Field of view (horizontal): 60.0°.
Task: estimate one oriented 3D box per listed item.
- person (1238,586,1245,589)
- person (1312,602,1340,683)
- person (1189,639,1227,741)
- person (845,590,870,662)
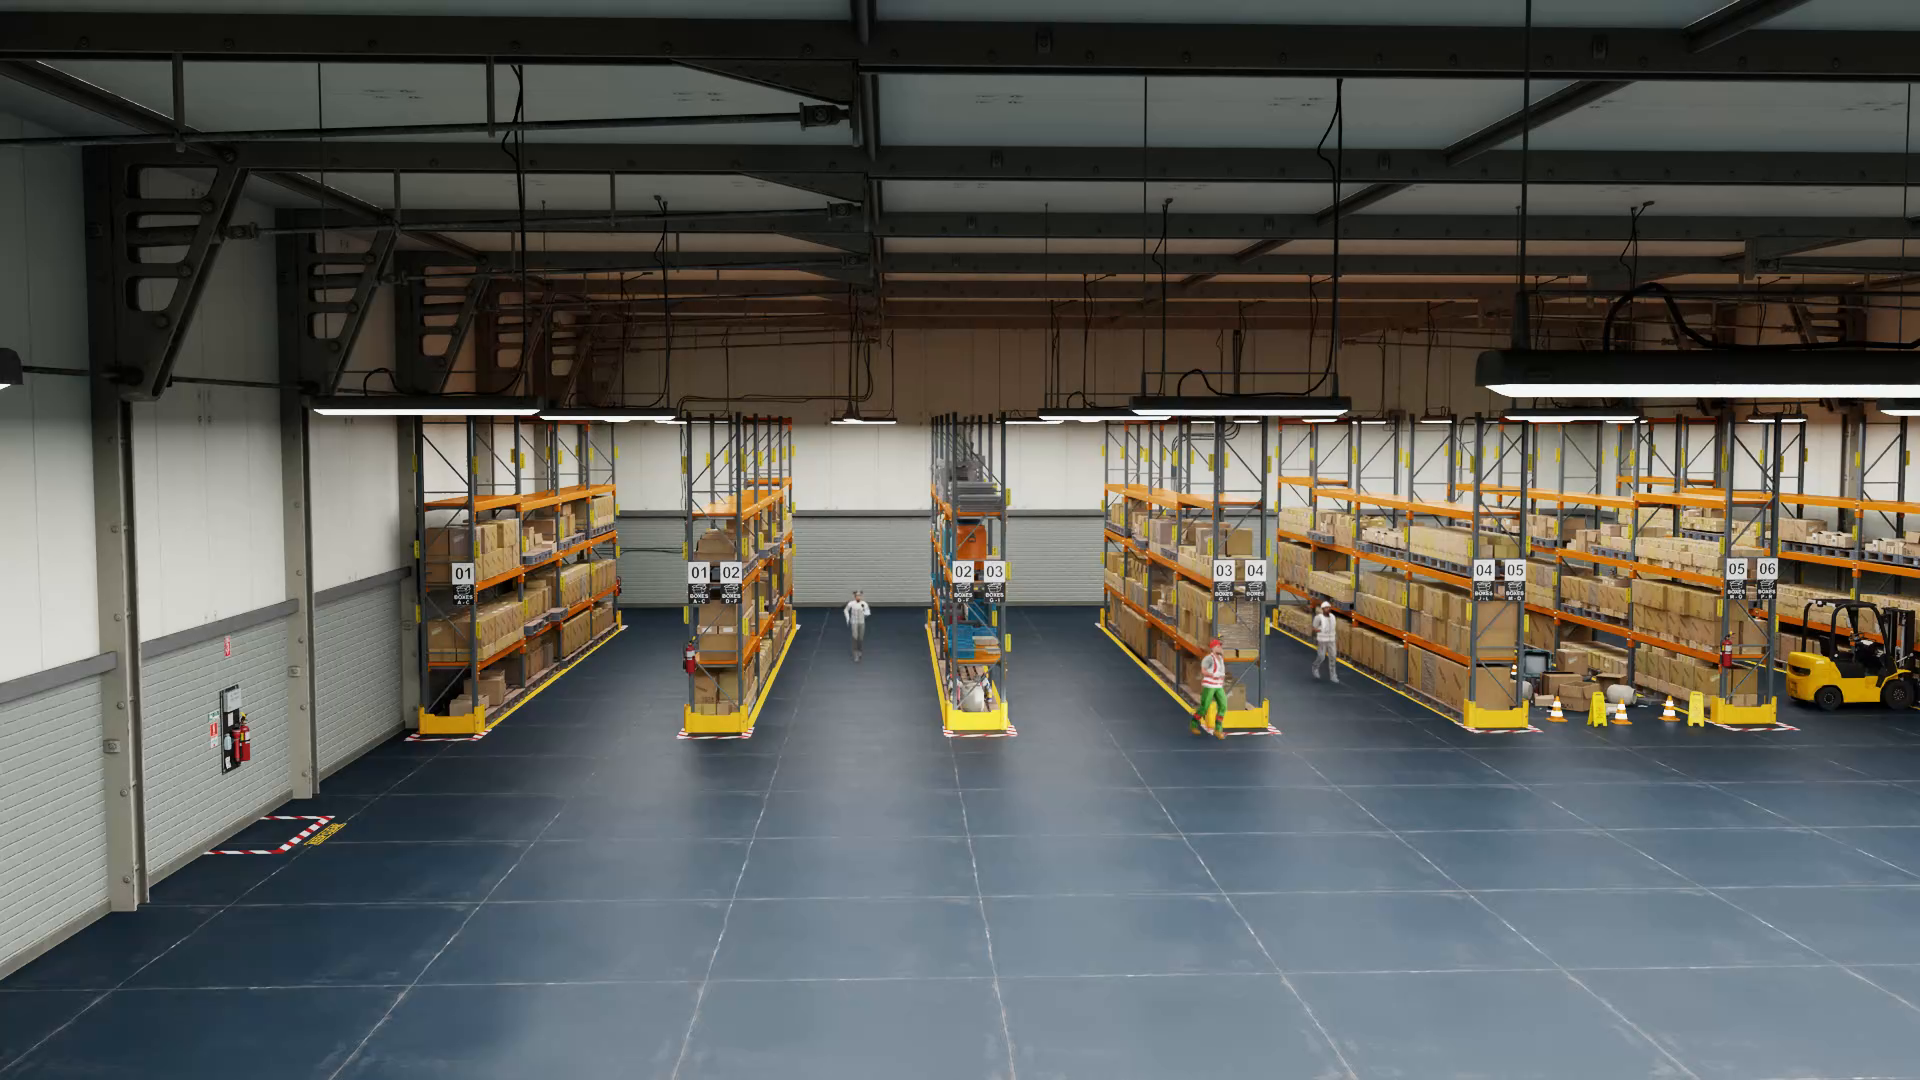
[{"bbox_3d":[7.913,1.738,45.710,0.647,1.853,0.789,0,4,4],"label":"person"},{"bbox_3d":[8.193,2.261,37.185,0.690,1.762,0.972,-1,4,-17],"label":"person"},{"bbox_3d":[4.646,2.735,30.610,0.667,1.807,0.804,-3,5,-41],"label":"person"},{"bbox_3d":[-2.505,2.088,40.864,0.587,1.742,0.807,-1,4,-14],"label":"person"}]
